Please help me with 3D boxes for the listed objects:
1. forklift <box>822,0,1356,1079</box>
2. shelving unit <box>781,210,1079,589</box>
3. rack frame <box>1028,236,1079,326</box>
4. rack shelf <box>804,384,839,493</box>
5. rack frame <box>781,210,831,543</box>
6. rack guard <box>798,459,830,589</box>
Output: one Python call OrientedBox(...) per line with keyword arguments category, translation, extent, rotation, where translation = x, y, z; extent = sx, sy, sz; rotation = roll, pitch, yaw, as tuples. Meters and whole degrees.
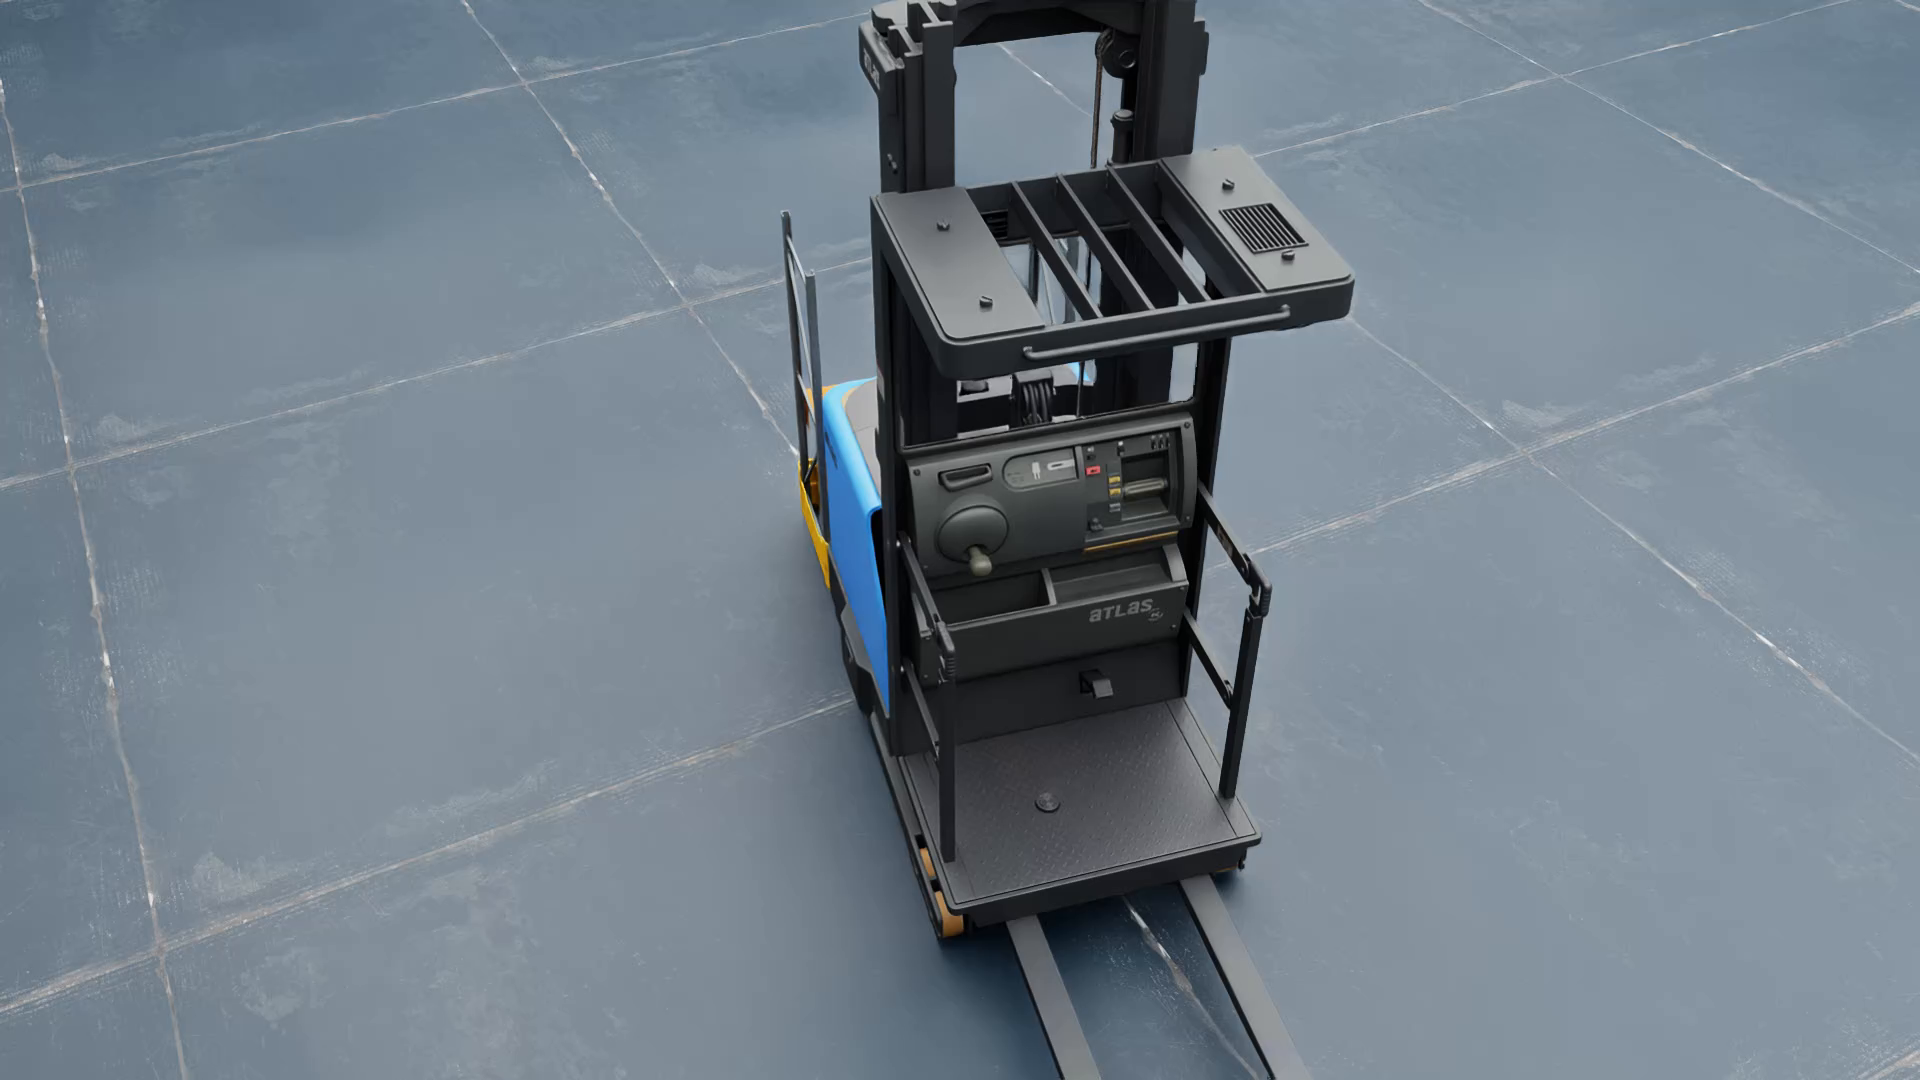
OrientedBox(category="forklift", translation=(0.360, -0.057, 5.049), extent=(1.130, 2.935, 3.031), rotation=(-11, 41, -12))
OrientedBox(category="shelving unit", translation=(-0.113, -0.638, 6.842), extent=(1.083, 1.500, 0.587), rotation=(-10, 41, -12))
OrientedBox(category="rack frame", translation=(0.367, -0.725, 6.945), extent=(0.032, 1.500, 0.500), rotation=(-10, 41, -12))
OrientedBox(category="rack shelf", translation=(-0.122, -0.499, 6.956), extent=(1.000, 0.185, 0.538), rotation=(-10, 41, -12))
OrientedBox(category="rack frame", translation=(-0.612, -0.547, 6.735), extent=(0.032, 1.500, 0.500), rotation=(-10, 41, -12))
OrientedBox(category="rack guard", translation=(-0.593, -0.074, 7.143), extent=(0.087, 0.250, 0.587), rotation=(-10, 41, -12))
